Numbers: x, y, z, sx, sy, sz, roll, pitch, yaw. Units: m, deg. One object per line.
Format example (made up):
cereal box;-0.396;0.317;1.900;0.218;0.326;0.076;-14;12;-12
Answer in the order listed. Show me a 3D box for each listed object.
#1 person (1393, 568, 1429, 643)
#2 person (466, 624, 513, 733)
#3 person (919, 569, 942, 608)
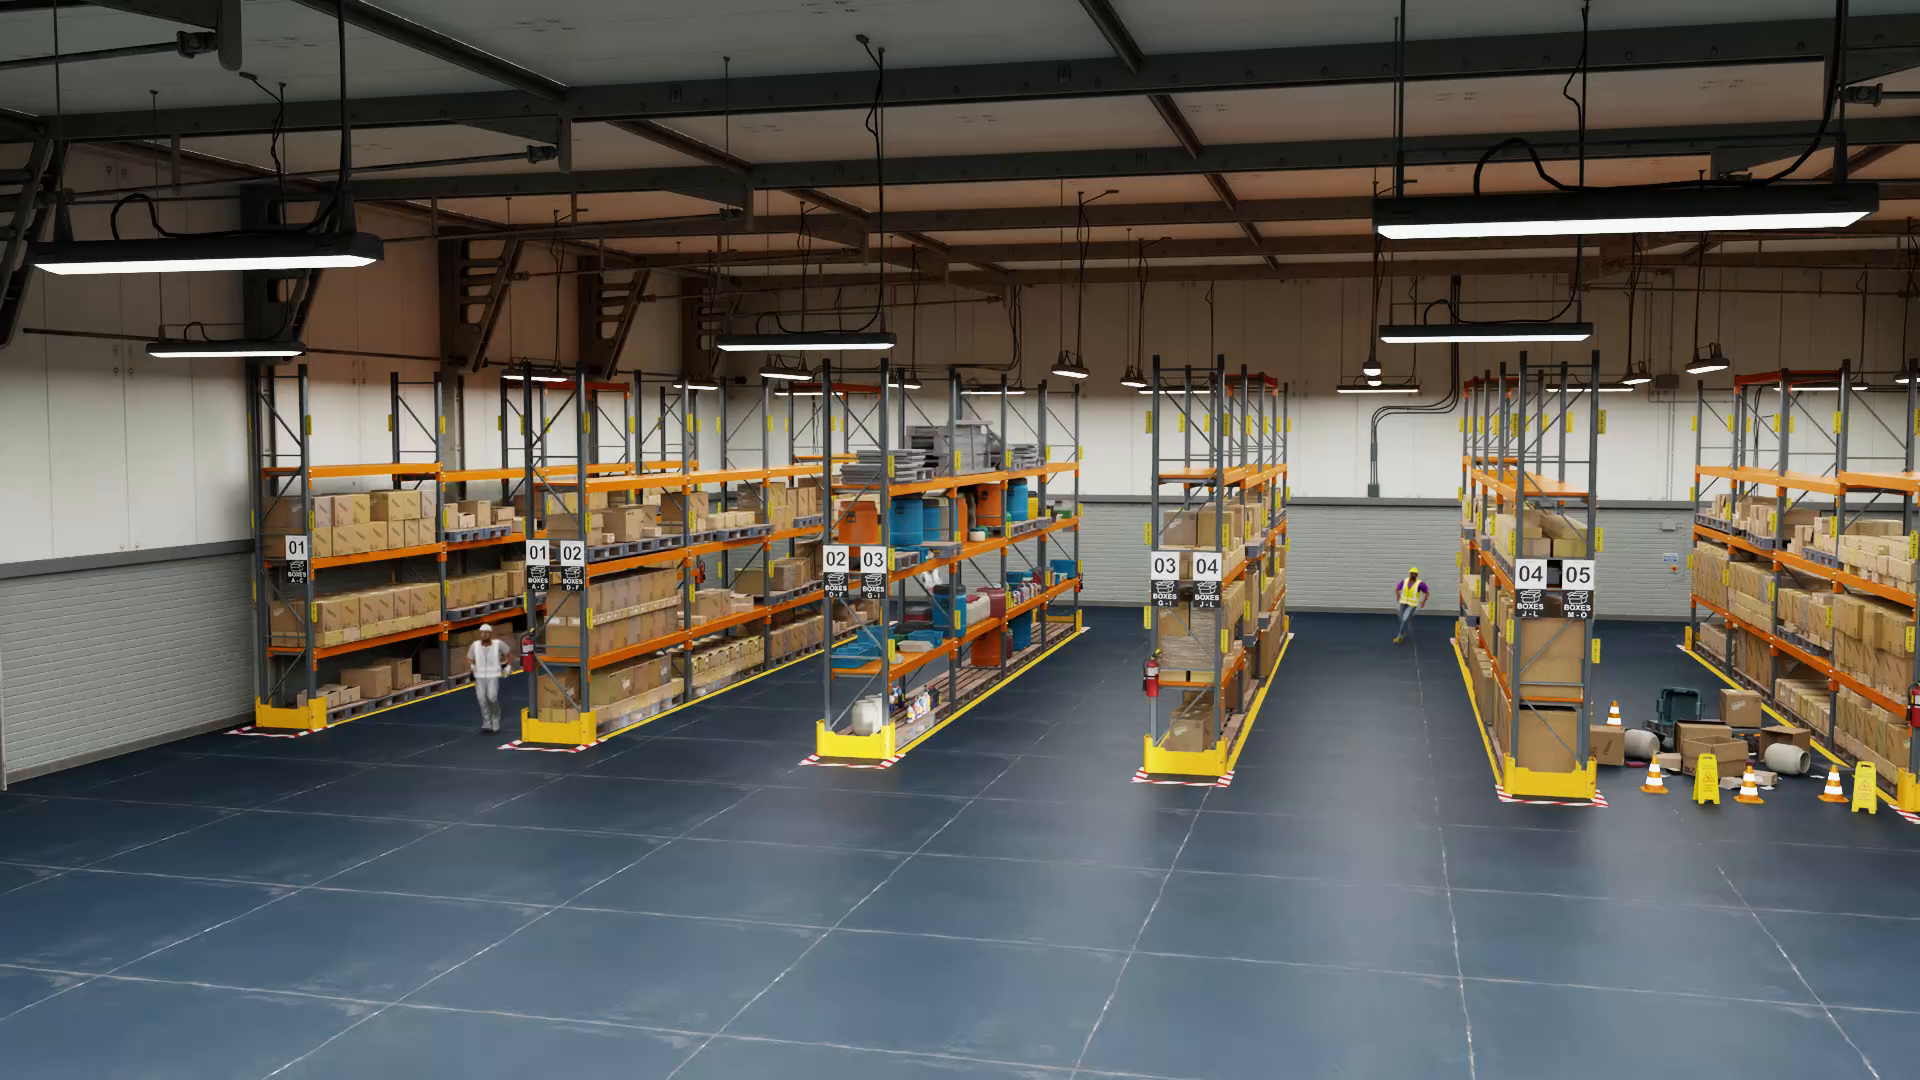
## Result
person;10.367;1.492;38.313;0.765;1.724;0.921;3;5;37
person;-7.681;2.260;27.060;0.716;1.786;0.661;0;4;-4
person;-0.676;1.301;41.341;0.711;1.686;0.556;-1;4;-20
